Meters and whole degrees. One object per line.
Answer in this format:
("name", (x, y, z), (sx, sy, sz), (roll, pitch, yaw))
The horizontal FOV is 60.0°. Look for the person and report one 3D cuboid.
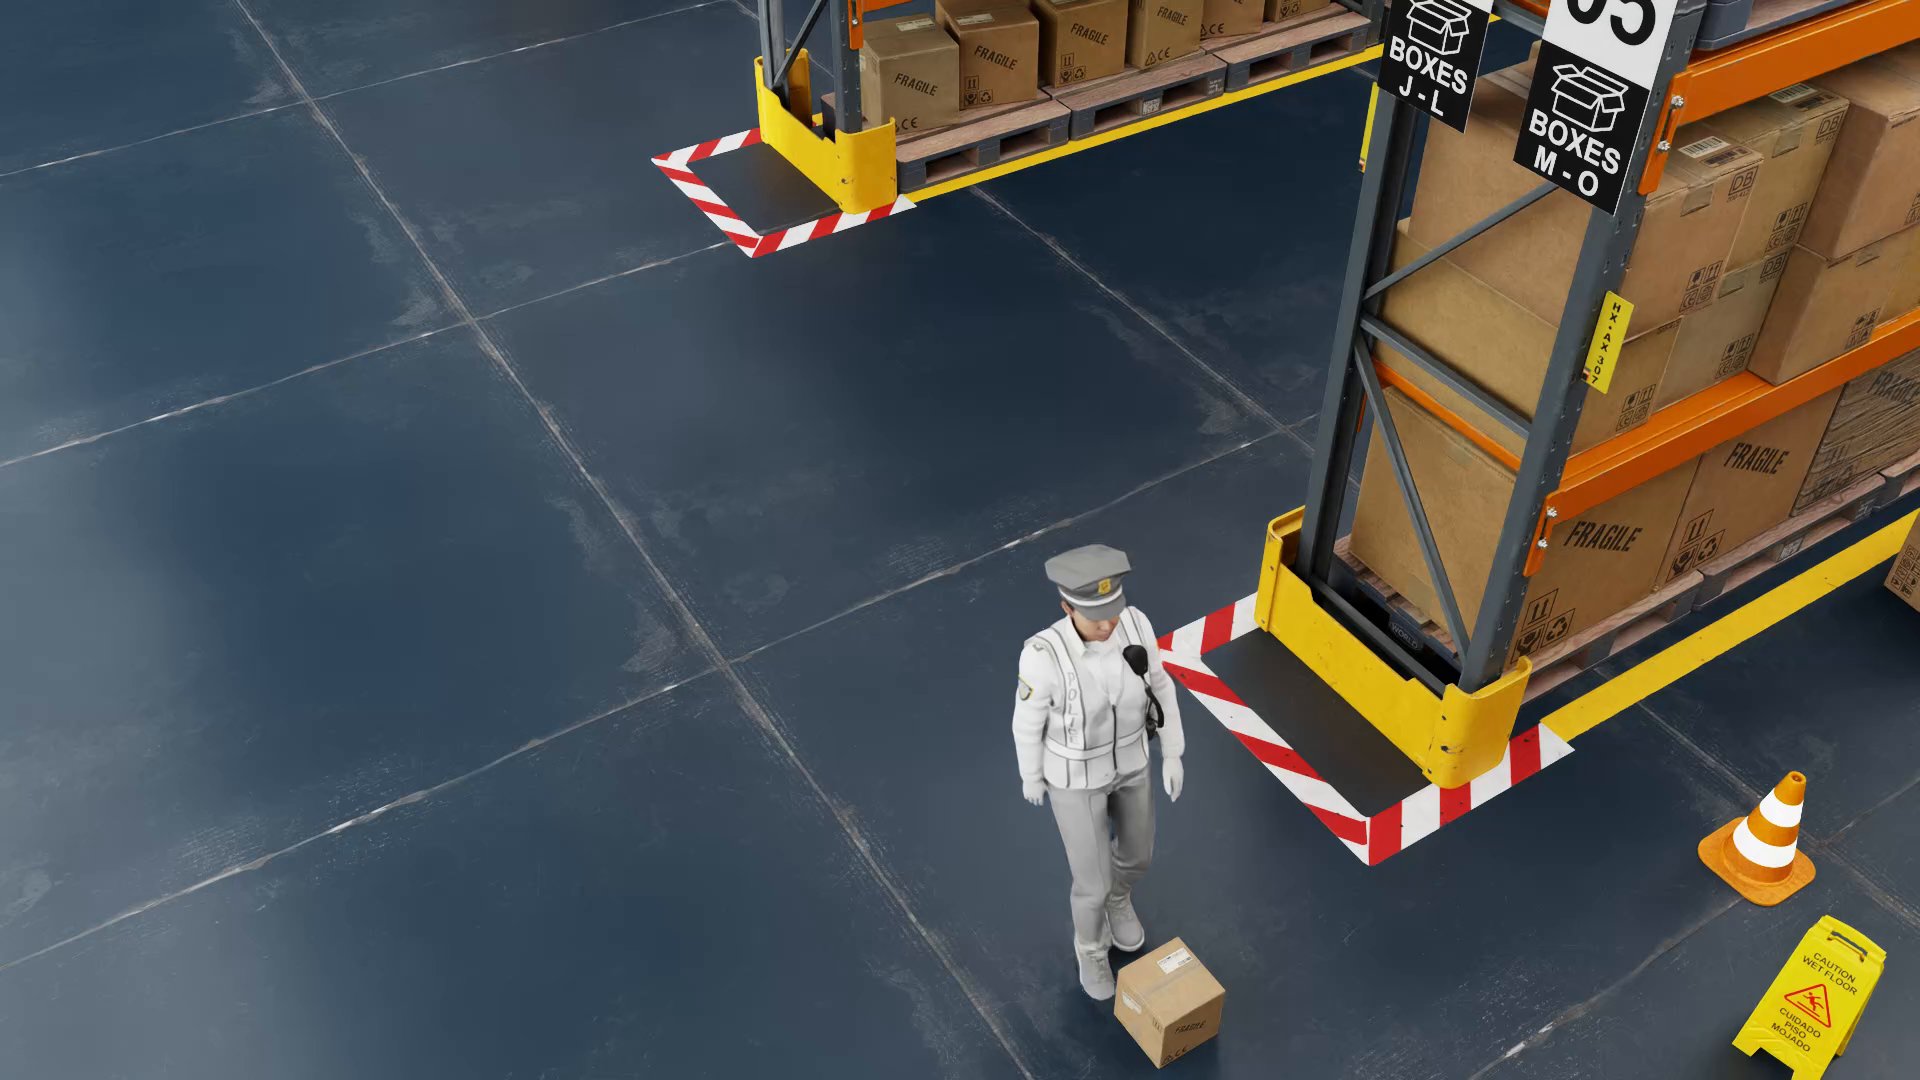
("person", (0.467, 0.773, 5.290), (0.531, 1.753, 0.534), (-19, 44, -20))
